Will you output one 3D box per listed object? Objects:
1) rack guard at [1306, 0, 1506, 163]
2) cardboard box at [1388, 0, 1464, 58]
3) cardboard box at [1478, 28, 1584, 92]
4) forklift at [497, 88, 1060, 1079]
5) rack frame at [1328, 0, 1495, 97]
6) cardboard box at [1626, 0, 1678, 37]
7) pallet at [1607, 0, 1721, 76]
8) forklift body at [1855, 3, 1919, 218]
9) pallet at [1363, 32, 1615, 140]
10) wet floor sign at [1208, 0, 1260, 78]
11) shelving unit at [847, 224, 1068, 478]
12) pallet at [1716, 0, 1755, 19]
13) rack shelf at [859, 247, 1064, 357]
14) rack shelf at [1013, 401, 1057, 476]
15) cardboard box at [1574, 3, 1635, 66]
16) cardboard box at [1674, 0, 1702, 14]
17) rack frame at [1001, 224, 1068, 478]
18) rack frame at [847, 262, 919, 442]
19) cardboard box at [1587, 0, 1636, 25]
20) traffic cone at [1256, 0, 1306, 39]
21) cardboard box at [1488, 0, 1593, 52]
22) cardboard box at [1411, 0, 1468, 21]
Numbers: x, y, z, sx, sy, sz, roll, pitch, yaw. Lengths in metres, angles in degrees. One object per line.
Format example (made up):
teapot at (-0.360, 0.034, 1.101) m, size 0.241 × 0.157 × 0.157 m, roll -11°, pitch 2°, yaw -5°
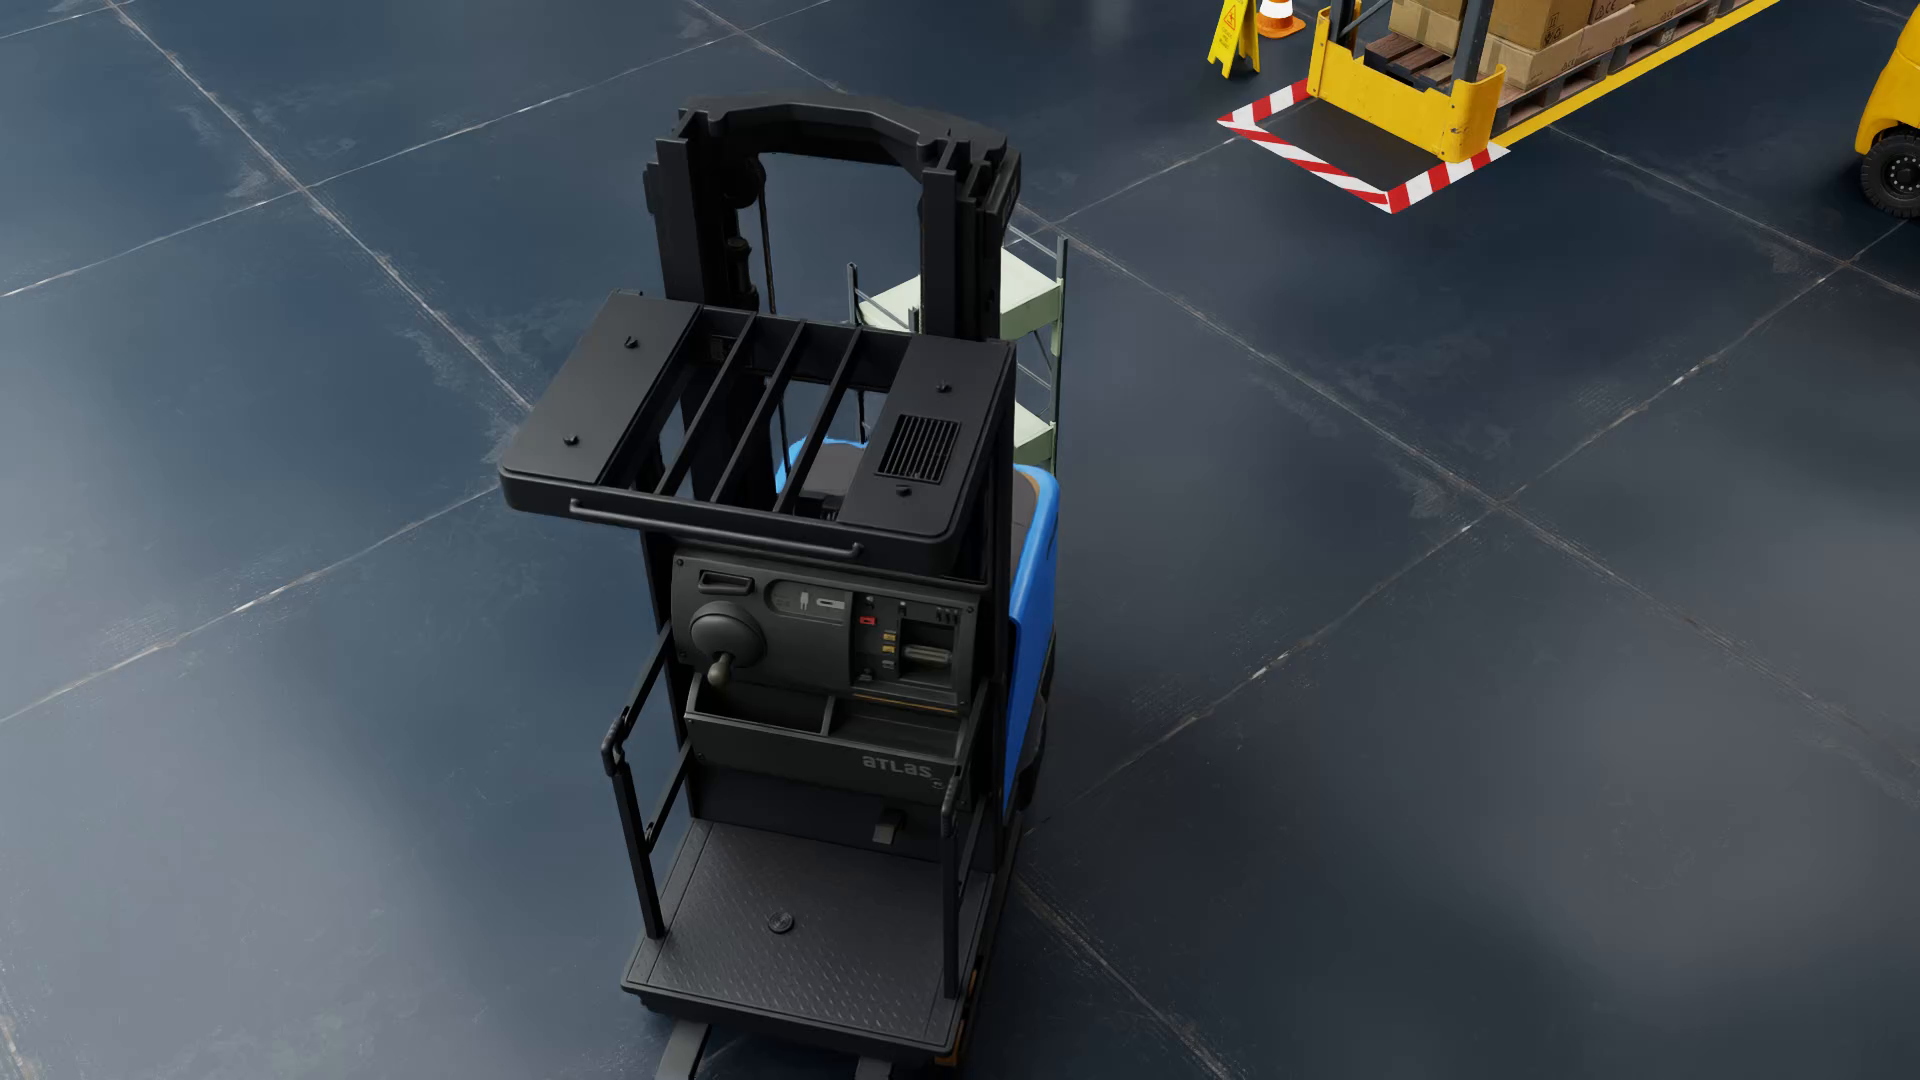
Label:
rack guard at (2.616, -2.726, 9.841) m, size 0.348 × 0.500 × 1.175 m, roll -30°, pitch 51°, yaw -28°
cardboard box at (3.023, -3.261, 10.287) m, size 0.500 × 0.250 × 0.500 m, roll -30°, pitch 51°, yaw -28°
cardboard box at (3.354, -2.963, 9.970) m, size 0.500 × 0.250 × 0.500 m, roll -30°, pitch 51°, yaw -28°
forklift at (-0.452, 0.369, 4.770) m, size 1.130 × 2.935 × 3.031 m, roll 9°, pitch 44°, yaw 9°
rack frame at (2.557, -3.604, 8.949) m, size 0.127 × 3.000 × 1.000 m, roll -30°, pitch 51°, yaw -28°
cardboard box at (4.160, -3.430, 10.466) m, size 0.500 × 0.250 × 0.500 m, roll -26°, pitch 49°, yaw -25°
pallet at (4.197, -3.492, 10.867) m, size 1.213 × 0.211 × 1.003 m, roll -30°, pitch 51°, yaw -28°
forklift body at (6.029, -2.480, 8.373) m, size 1.214 × 2.155 × 2.313 m, roll -30°, pitch 51°, yaw -28°
pallet at (3.262, -2.959, 10.300) m, size 1.213 × 0.211 × 1.003 m, roll -30°, pitch 51°, yaw -28°
wet floor sign at (1.725, -3.224, 10.265) m, size 0.232 × 0.644 × 0.267 m, roll -14°, pitch 45°, yaw -14°
shelving unit at (-0.005, -0.544, 6.787) m, size 0.755 × 1.500 × 0.431 m, roll -30°, pitch 51°, yaw -28°
pallet at (5.133, -4.030, 11.441) m, size 1.213 × 0.211 × 1.003 m, roll -30°, pitch 51°, yaw -28°
rack shelf at (-0.005, -0.828, 6.520) m, size 0.720 × 0.370 × 0.431 m, roll -30°, pitch 51°, yaw -28°
rack shelf at (-0.005, -0.306, 7.010) m, size 0.720 × 0.370 × 0.431 m, roll -30°, pitch 51°, yaw -28°
cardboard box at (3.750, -3.184, 10.204) m, size 0.500 × 0.250 × 0.500 m, roll -28°, pitch 50°, yaw -27°
cardboard box at (4.549, -3.650, 10.701) m, size 0.500 × 0.250 × 0.500 m, roll -29°, pitch 50°, yaw -27°
rack frame at (0.276, -0.705, 6.958) m, size 0.023 × 1.500 × 0.400 m, roll -30°, pitch 51°, yaw -28°
rack frame at (-0.286, -0.383, 6.616) m, size 0.023 × 1.500 × 0.400 m, roll -30°, pitch 51°, yaw -28°
cardboard box at (3.770, -3.479, 9.971) m, size 0.500 × 0.500 × 0.500 m, roll -32°, pitch 52°, yaw -29°
traffic cone at (2.060, -3.545, 10.740) m, size 0.334 × 0.463 × 0.336 m, roll -30°, pitch 51°, yaw -28°
cardboard box at (3.371, -3.248, 9.724) m, size 0.500 × 0.500 × 0.500 m, roll -32°, pitch 52°, yaw -29°
cardboard box at (3.005, -3.517, 10.011) m, size 0.500 × 0.500 × 0.500 m, roll -29°, pitch 51°, yaw -28°
